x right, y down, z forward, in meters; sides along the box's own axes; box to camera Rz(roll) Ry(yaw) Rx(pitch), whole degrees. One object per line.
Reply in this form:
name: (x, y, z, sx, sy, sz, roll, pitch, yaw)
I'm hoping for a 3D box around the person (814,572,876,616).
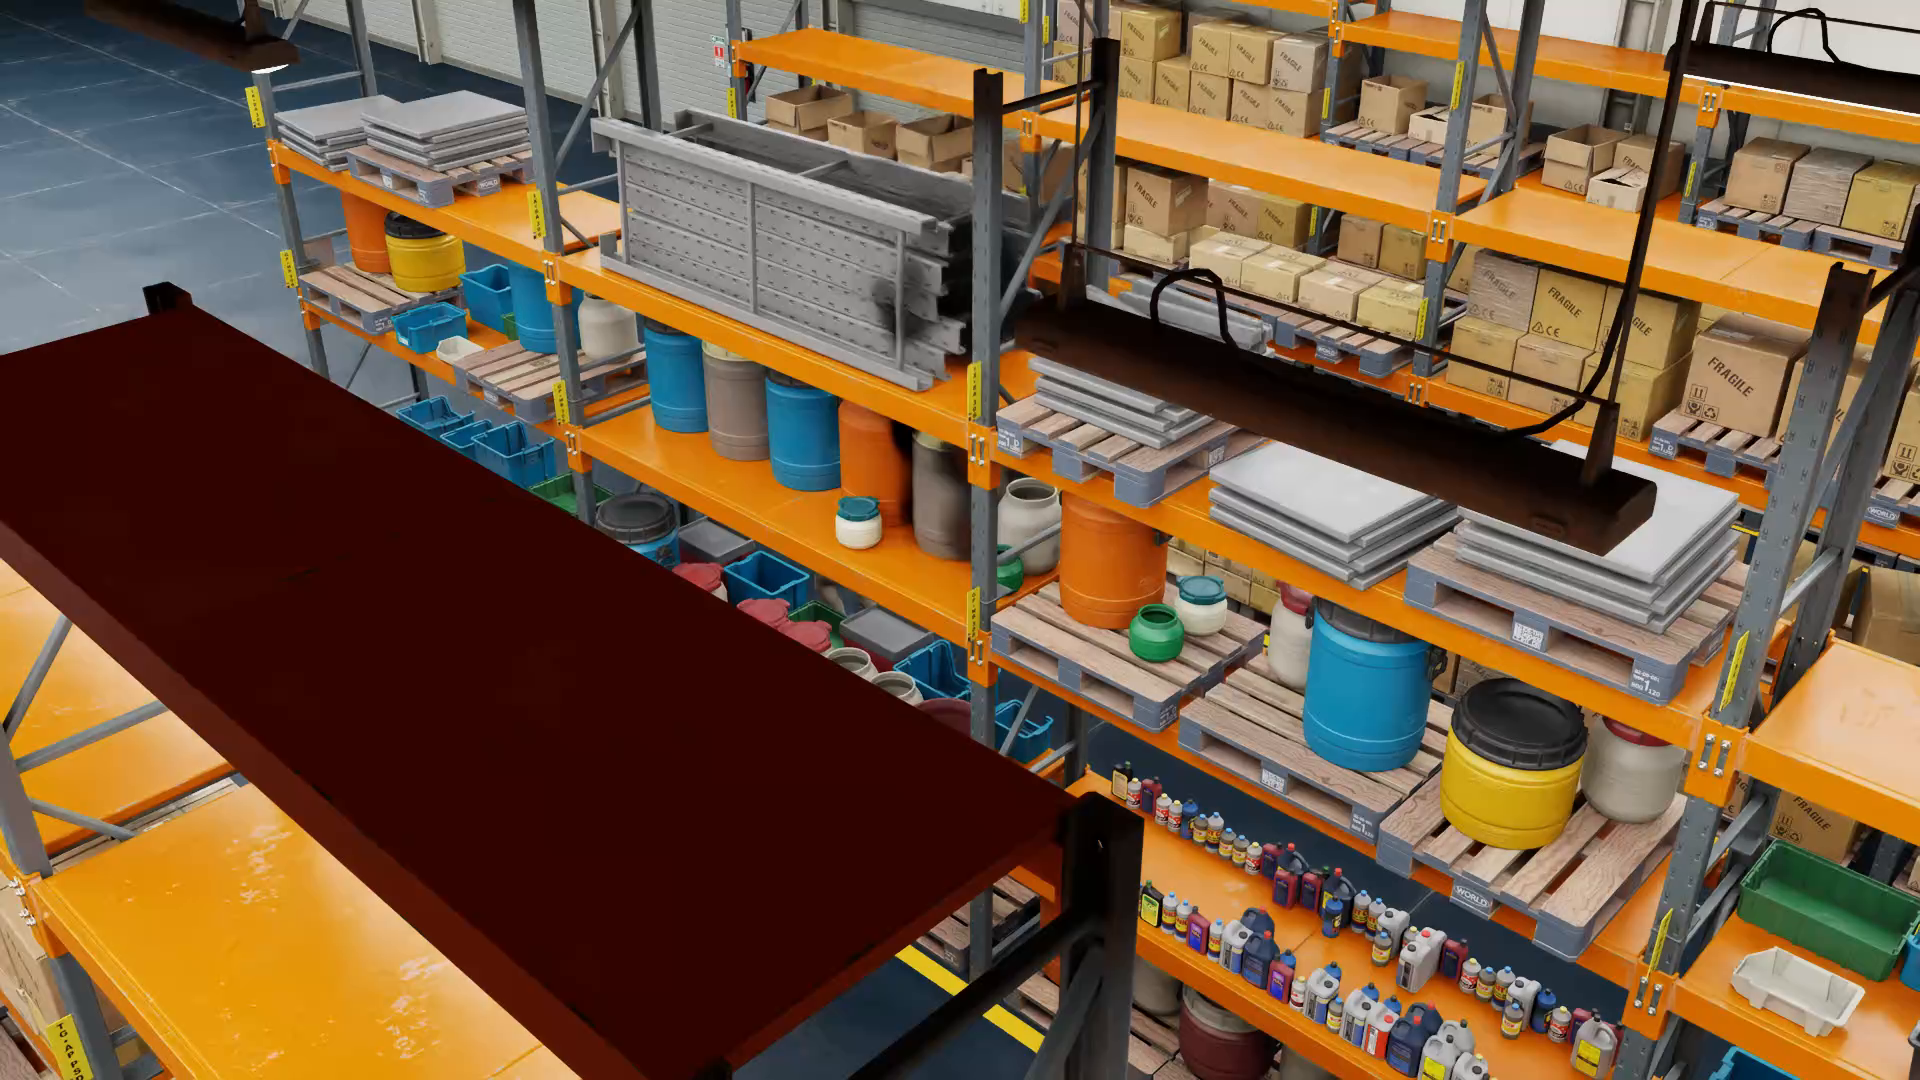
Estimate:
person: (-0.947, 0.136, 14.283, 0.767, 1.786, 0.638, 19, 35, 31)
